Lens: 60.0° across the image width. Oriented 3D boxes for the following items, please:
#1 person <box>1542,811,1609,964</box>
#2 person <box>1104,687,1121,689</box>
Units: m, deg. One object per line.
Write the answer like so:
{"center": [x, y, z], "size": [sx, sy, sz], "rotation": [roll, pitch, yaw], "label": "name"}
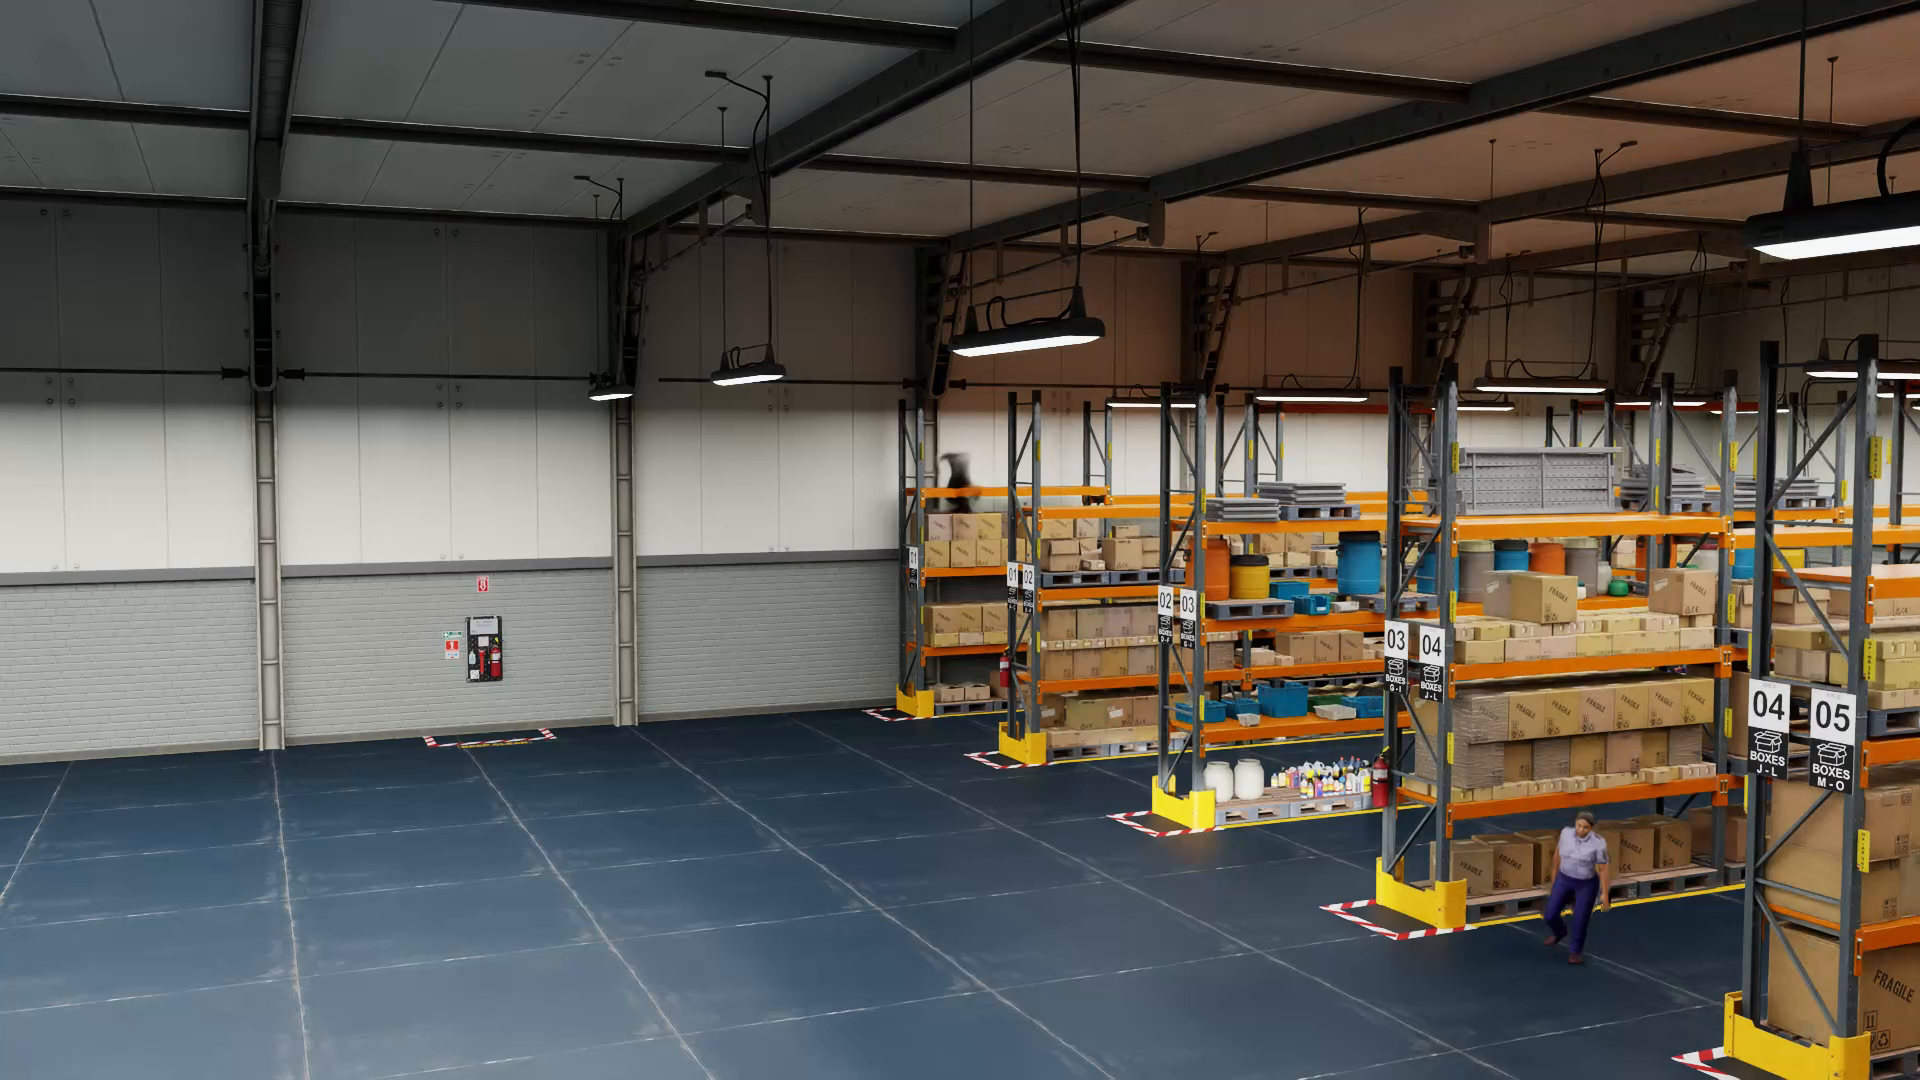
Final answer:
{"center": [6.111, 3.408, 16.473], "size": [0.733, 1.567, 0.589], "rotation": [3, 4, 37], "label": "person"}
{"center": [2.831, 2.593, 30.551], "size": [0.732, 1.530, 0.523], "rotation": [-1, 4, -21], "label": "person"}
